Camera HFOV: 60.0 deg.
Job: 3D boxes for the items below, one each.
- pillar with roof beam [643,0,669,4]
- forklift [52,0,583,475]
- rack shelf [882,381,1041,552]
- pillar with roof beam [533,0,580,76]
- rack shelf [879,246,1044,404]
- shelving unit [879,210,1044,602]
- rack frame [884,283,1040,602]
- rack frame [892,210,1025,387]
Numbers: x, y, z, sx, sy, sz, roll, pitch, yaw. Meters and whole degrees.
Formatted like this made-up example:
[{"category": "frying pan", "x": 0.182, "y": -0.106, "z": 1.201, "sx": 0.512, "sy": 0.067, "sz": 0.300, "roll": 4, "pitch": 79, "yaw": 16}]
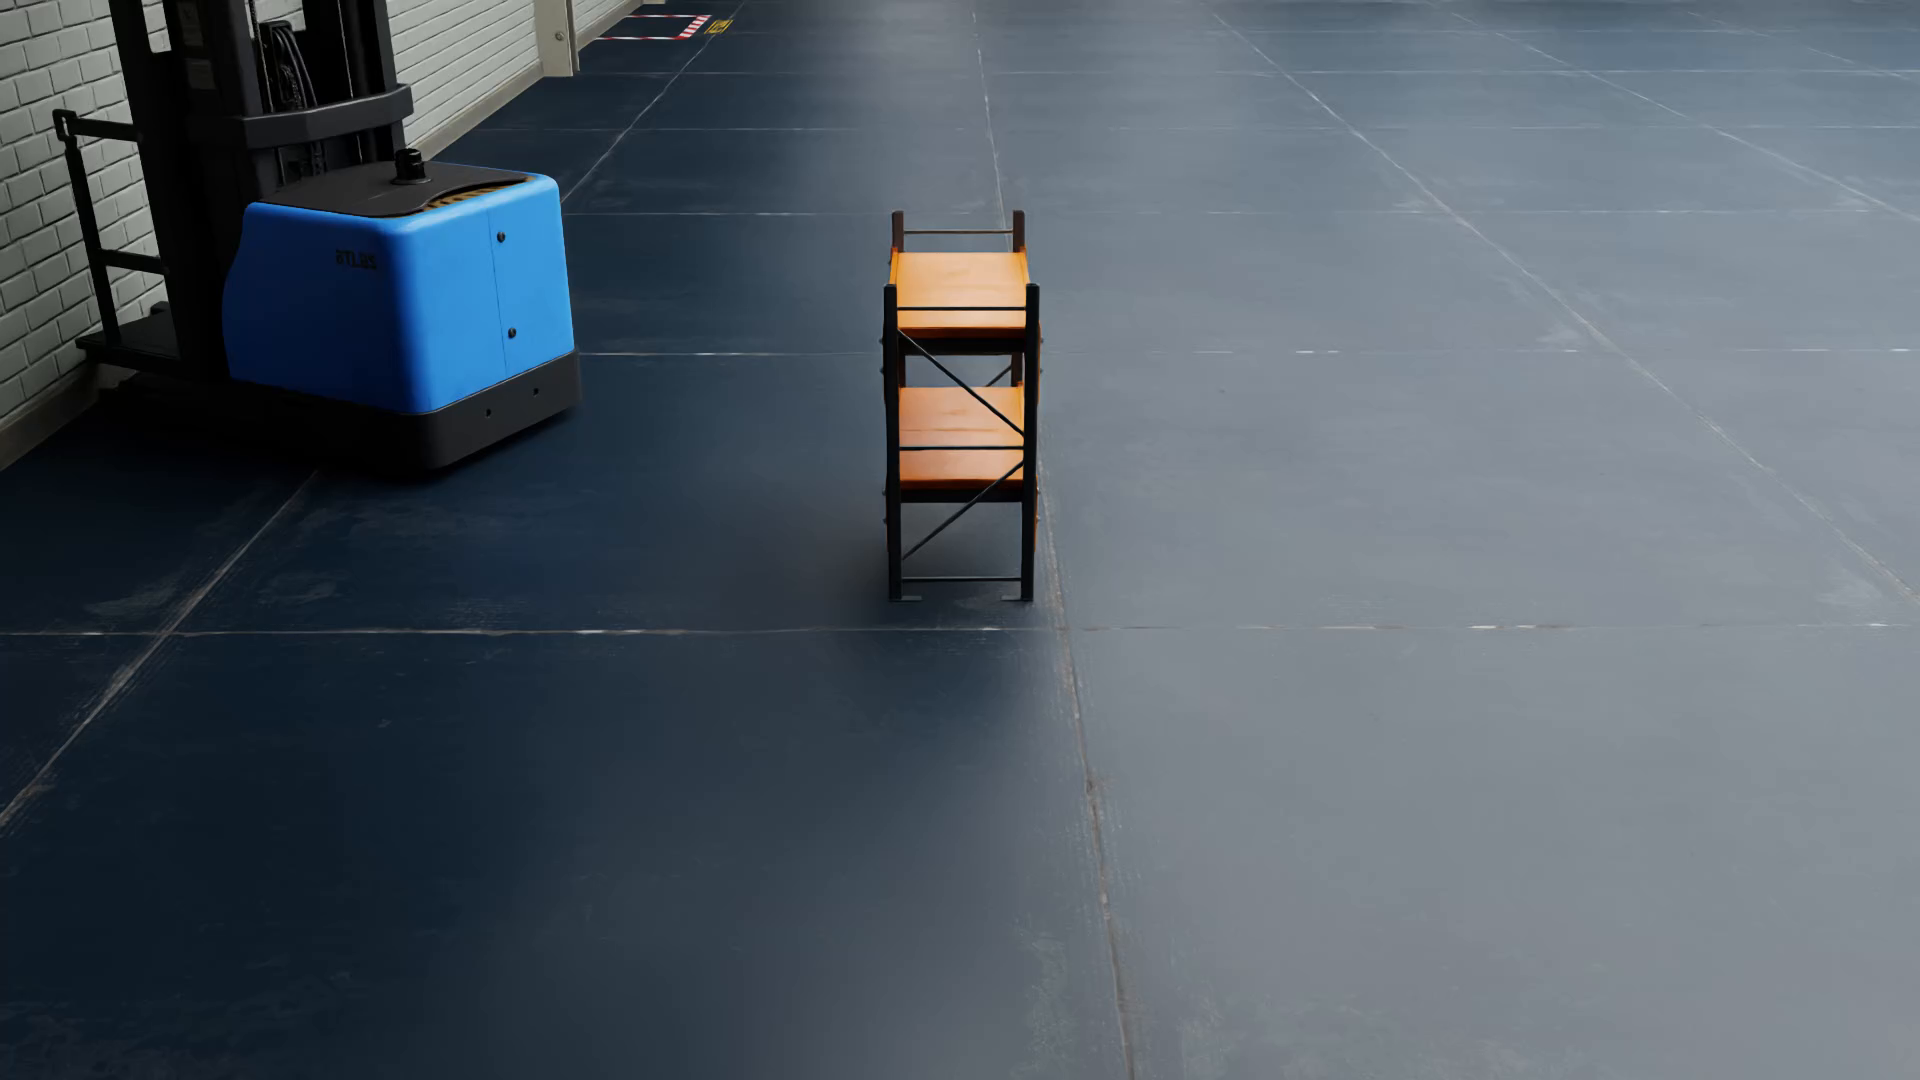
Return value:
[{"category": "pillar with roof beam", "x": 0.276, "y": -11.219, "z": 20.137, "sx": 9.100, "sy": 9.000, "sz": 0.400, "roll": 0, "pitch": 24, "yaw": -1}, {"category": "forklift", "x": -3.247, "y": -2.005, "z": 7.126, "sx": 3.031, "sy": 2.935, "sz": 1.130, "roll": 12, "pitch": 27, "yaw": 24}, {"category": "rack shelf", "x": 0.000, "y": -0.293, "z": 6.125, "sx": 0.538, "sy": 0.278, "sz": 1.000, "roll": 0, "pitch": 24, "yaw": -1}, {"category": "pillar with roof beam", "x": 0.341, "y": -8.747, "z": 14.670, "sx": 9.100, "sy": 9.000, "sz": 0.400, "roll": 0, "pitch": 24, "yaw": -1}, {"category": "rack shelf", "x": 0.000, "y": -0.782, "z": 5.904, "sx": 0.538, "sy": 0.278, "sz": 1.000, "roll": 0, "pitch": 24, "yaw": -1}, {"category": "shelving unit", "x": 0.000, "y": -0.515, "z": 6.024, "sx": 0.538, "sy": 1.125, "sz": 1.048, "roll": 0, "pitch": 24, "yaw": -1}, {"category": "rack frame", "x": 0.005, "y": -0.306, "z": 5.561, "sx": 0.500, "sy": 1.125, "sz": 0.032, "roll": 0, "pitch": 24, "yaw": -1}, {"category": "rack frame", "x": -0.006, "y": -0.725, "z": 6.488, "sx": 0.500, "sy": 1.125, "sz": 0.032, "roll": 0, "pitch": 24, "yaw": -1}]
